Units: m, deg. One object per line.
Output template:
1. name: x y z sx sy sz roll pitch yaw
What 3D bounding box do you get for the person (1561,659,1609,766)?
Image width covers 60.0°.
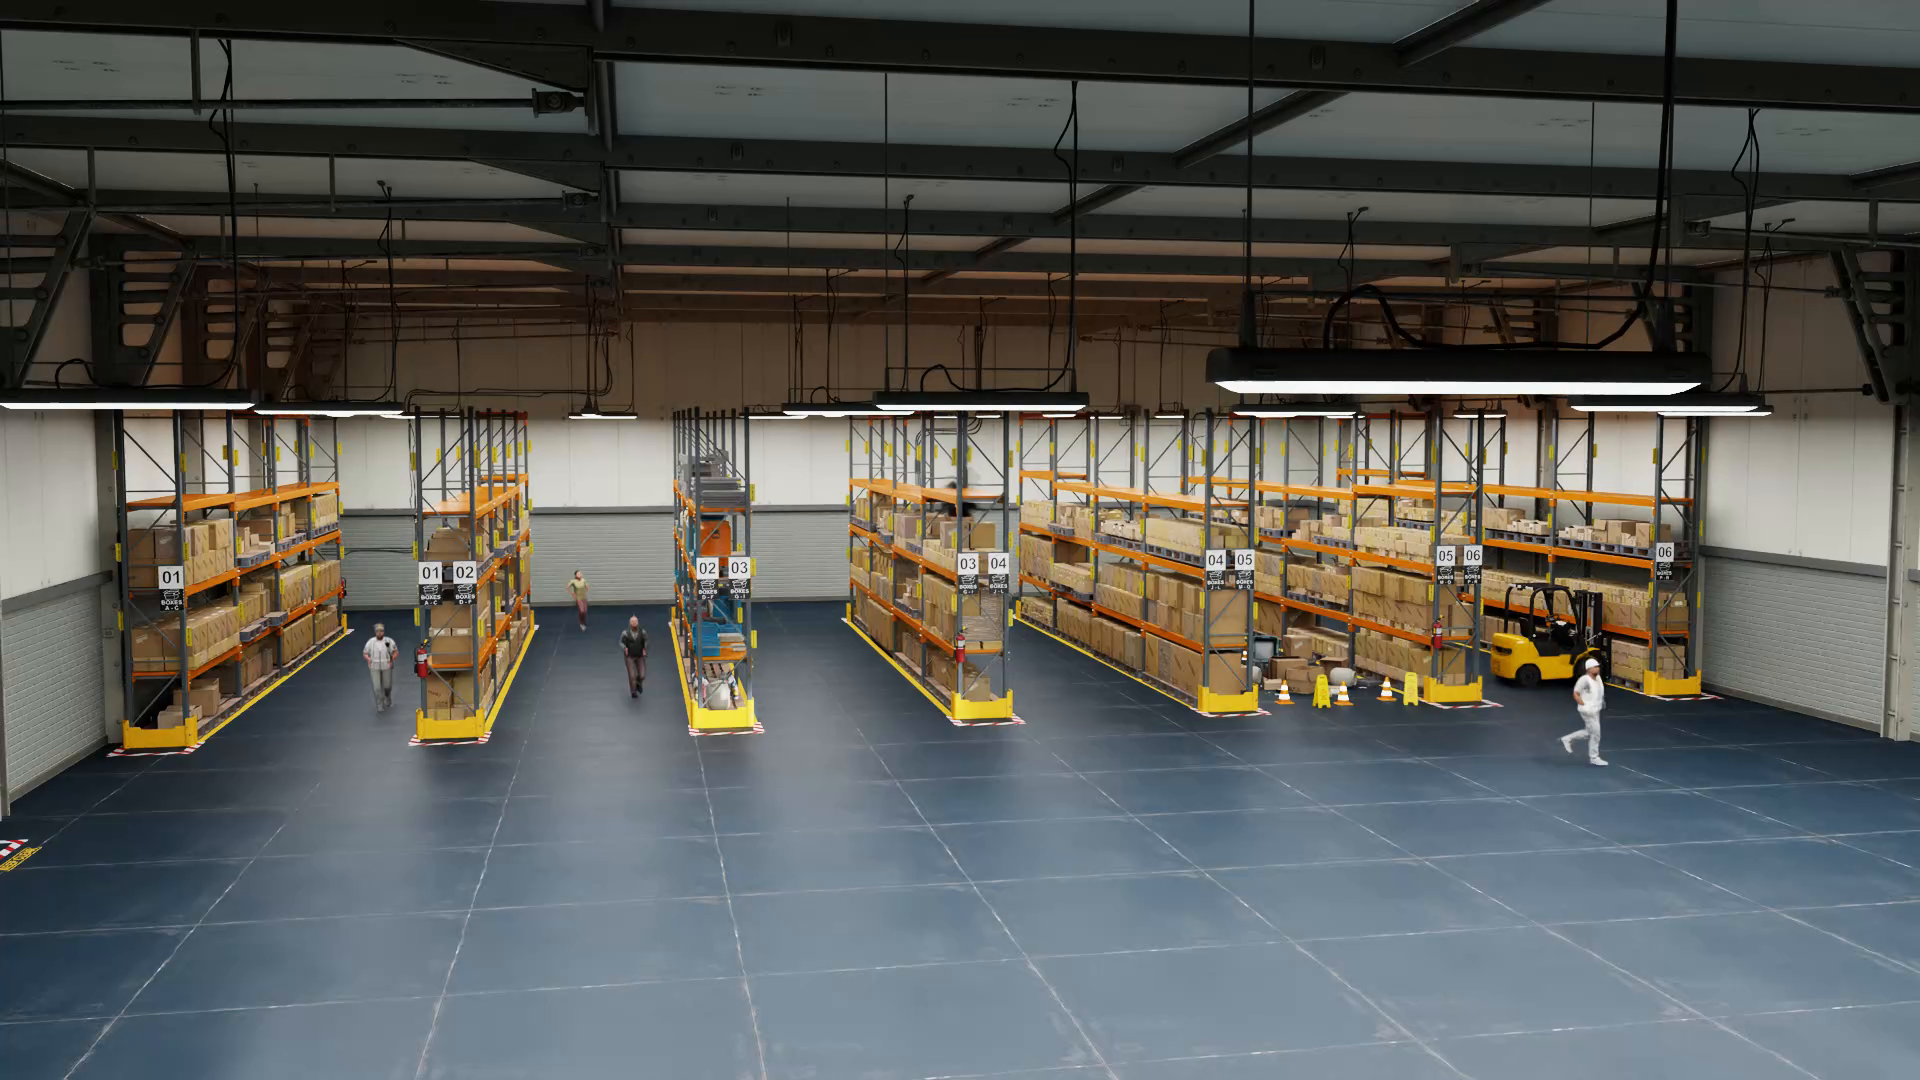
1. person: 10.474 2.856 27.829 0.831 1.772 0.679 4 6 44

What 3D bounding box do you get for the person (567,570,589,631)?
1. person: -10.443 1.659 45.671 0.583 1.681 0.661 -3 5 -39

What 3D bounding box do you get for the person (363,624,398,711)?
1. person: -11.465 2.513 32.903 0.659 1.732 0.622 -1 4 -18

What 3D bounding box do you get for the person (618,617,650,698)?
1. person: -6.738 2.435 34.459 0.655 1.673 0.604 -1 4 -18

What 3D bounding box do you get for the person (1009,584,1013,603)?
1. person: 1.187 1.732 45.243 0.551 1.569 0.528 -1 4 -14
